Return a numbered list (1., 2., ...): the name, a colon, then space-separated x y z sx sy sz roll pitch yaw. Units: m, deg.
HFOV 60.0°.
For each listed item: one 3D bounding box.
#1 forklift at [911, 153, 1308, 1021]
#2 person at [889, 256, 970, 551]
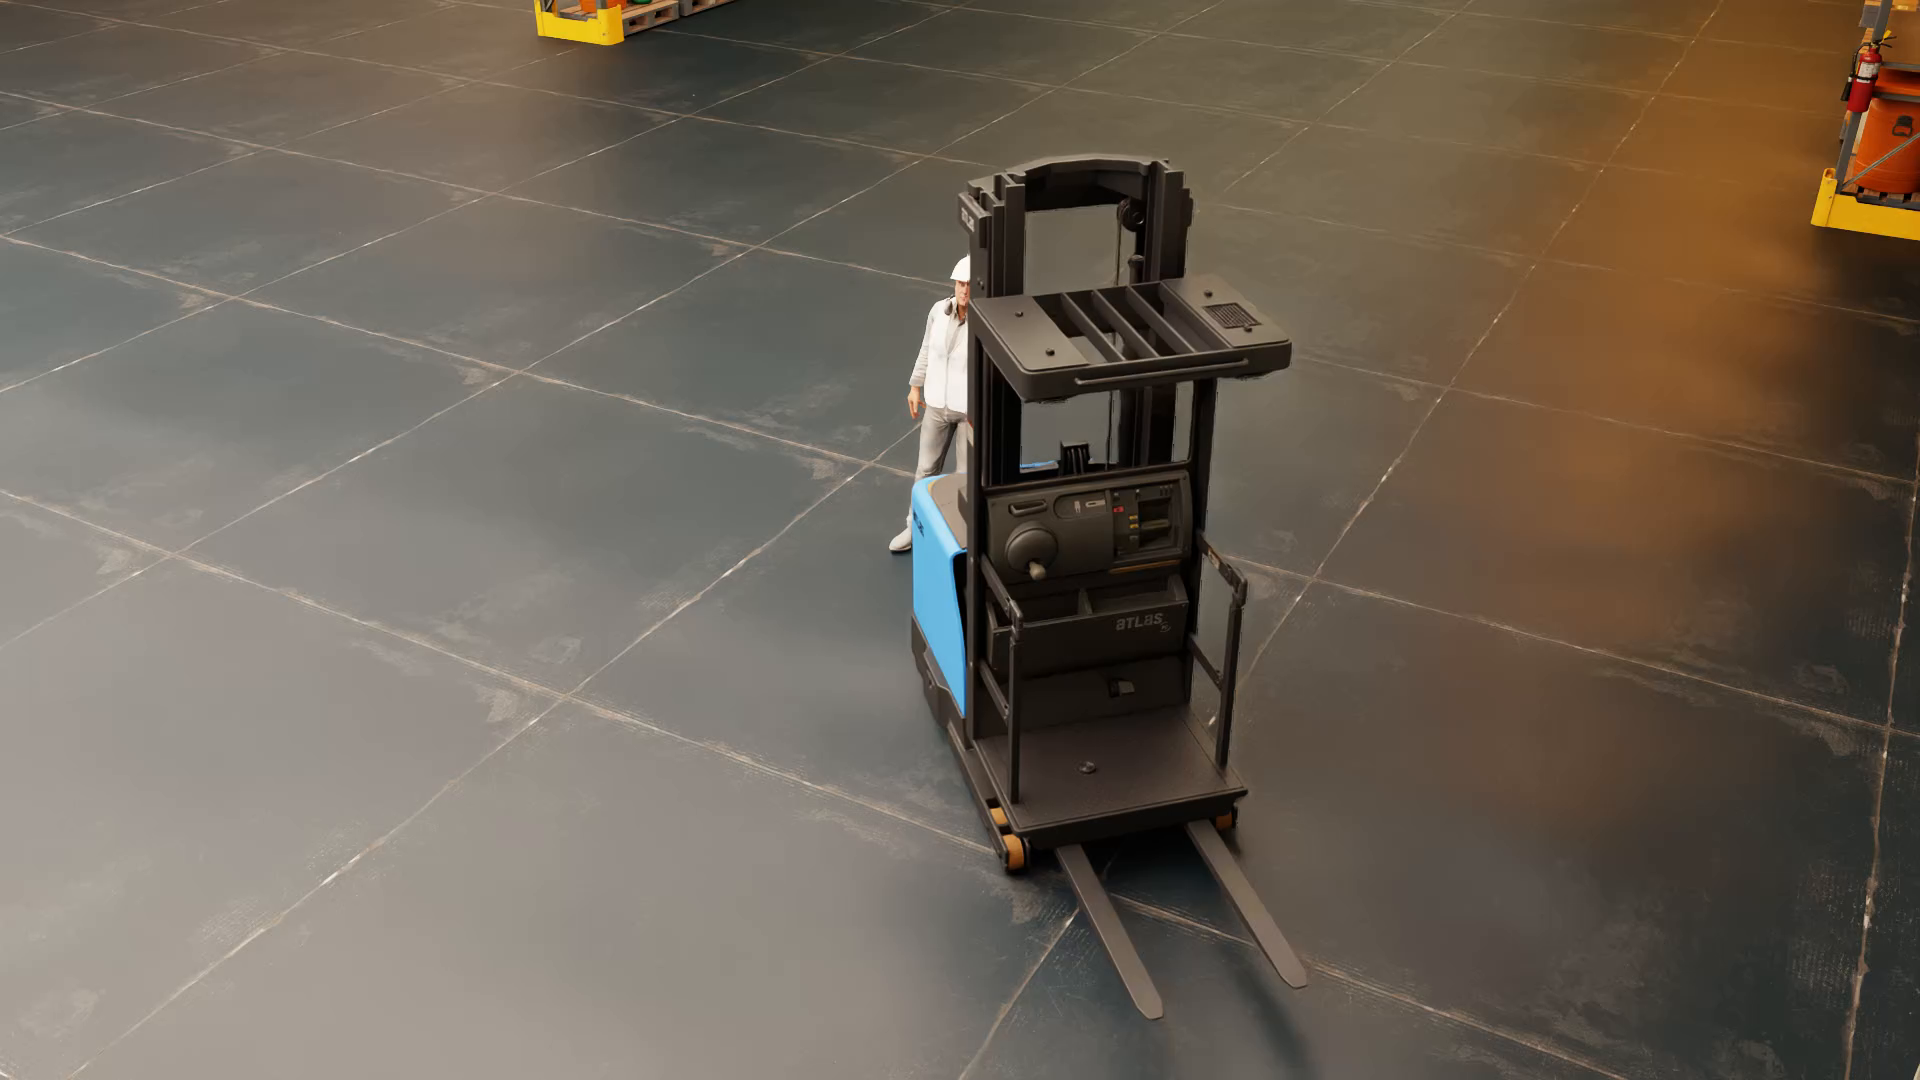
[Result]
1. forklift: 0.634 -0.010 7.088 1.130 2.935 3.031 -8 31 -14
2. person: -0.037 -0.750 9.512 0.632 1.773 0.568 15 33 25
